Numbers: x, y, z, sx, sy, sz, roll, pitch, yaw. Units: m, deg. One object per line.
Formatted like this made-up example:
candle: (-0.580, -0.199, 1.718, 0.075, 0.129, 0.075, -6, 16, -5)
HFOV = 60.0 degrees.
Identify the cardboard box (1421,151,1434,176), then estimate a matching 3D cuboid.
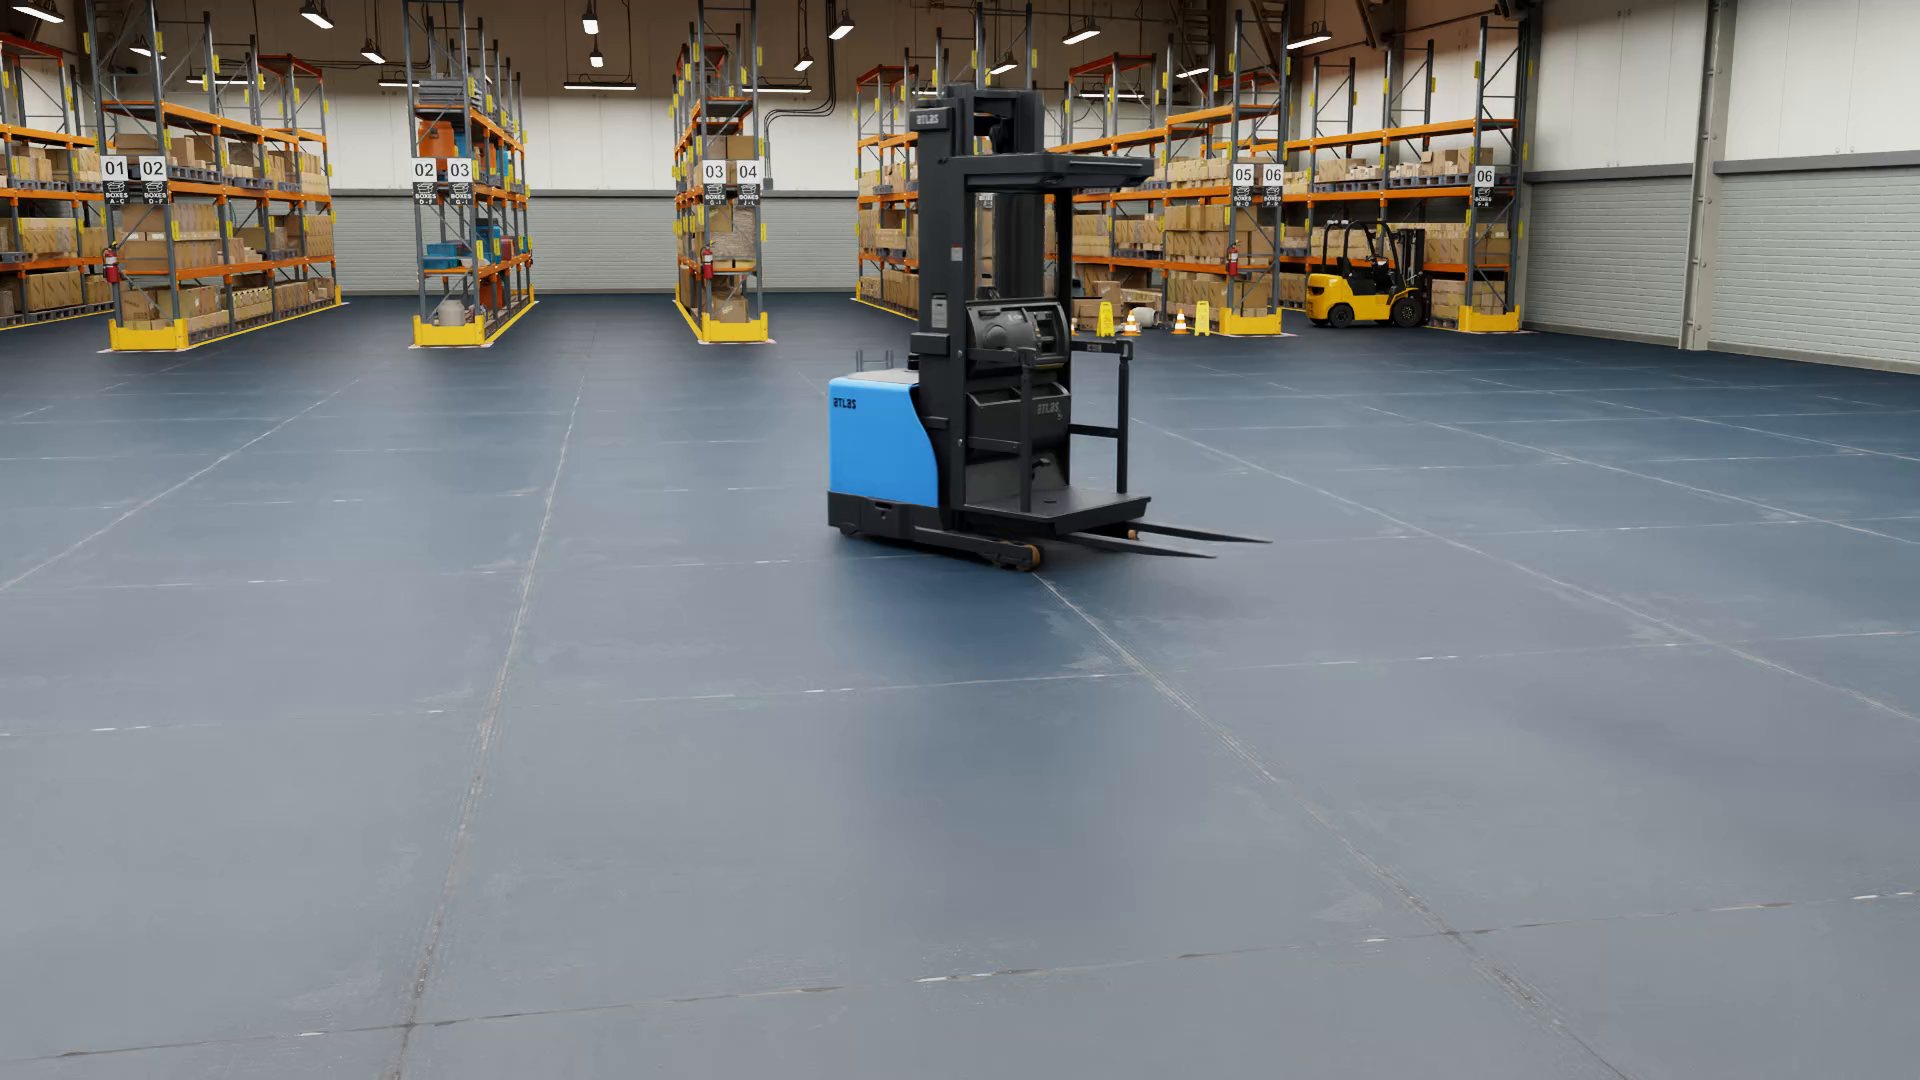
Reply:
cardboard box: (10.001, -7.794, 34.432, 0.797, 0.503, 0.637, -2, 11, -9)

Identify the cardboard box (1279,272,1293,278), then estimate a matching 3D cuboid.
cardboard box: (8.375, -6.778, 42.614, 0.380, 0.149, 0.250, -2, 11, -11)

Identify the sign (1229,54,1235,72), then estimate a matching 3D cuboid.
sign: (5.087, -8.928, 31.112, 0.100, 0.325, 0.005, -2, 11, -11)

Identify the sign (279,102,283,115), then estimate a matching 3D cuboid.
sign: (-17.447, -11.100, 42.738, 0.100, 0.325, 0.005, -2, 11, -11)

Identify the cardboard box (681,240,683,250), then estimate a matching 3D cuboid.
cardboard box: (-6.762, -7.445, 41.893, 0.500, 0.250, 0.500, -2, 11, -12)

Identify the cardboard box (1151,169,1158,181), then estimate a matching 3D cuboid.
cardboard box: (4.509, -7.995, 36.434, 0.500, 0.250, 0.500, -2, 11, -10)

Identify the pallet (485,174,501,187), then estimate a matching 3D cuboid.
pallet: (-9.485, -6.905, 31.937, 1.213, 0.211, 1.003, -2, 11, -11)

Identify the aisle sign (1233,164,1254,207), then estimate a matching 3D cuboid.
aisle sign: (5.363, -6.715, 31.504, 0.394, 0.787, 0.004, -2, 11, -11)

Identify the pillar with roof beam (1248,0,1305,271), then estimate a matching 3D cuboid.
pillar with roof beam: (4.696, -10.793, 43.837, 9.100, 9.000, 0.548, -2, 11, -11)

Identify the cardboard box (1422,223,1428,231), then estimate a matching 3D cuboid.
cardboard box: (9.891, -6.541, 34.744, 0.380, 0.149, 0.250, -2, 11, -11)

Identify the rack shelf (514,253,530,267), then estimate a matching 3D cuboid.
rack shelf: (-11.666, -7.134, 42.580, 1.077, 0.370, 4.000, -2, 11, -11)

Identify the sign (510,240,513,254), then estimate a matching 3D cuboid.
sign: (-9.961, -6.488, 36.828, 0.100, 0.325, 0.005, -2, 11, -11)

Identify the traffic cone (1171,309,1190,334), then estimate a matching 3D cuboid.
traffic cone: (4.287, -4.246, 32.267, 0.336, 0.463, 0.334, -2, 11, -11)

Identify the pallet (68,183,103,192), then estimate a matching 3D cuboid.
pallet: (-21.378, -8.564, 40.384, 1.003, 0.211, 1.213, -2, 11, -11)

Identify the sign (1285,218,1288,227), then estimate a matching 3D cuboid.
sign: (8.714, -8.432, 44.378, 0.100, 0.325, 0.005, -2, 11, -11)

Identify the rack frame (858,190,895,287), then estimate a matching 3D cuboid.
rack frame: (-2.312, -8.196, 46.236, 1.000, 3.000, 0.127, -2, 11, -11)

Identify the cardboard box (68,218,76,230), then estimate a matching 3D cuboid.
cardboard box: (-20.653, -7.257, 38.182, 0.500, 0.250, 0.500, -2, 11, -10)

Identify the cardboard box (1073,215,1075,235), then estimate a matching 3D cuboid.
cardboard box: (3.105, -8.110, 42.843, 0.500, 0.500, 0.500, -2, 11, -10)

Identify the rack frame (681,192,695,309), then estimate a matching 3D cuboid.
rack frame: (-6.419, -7.301, 41.532, 1.000, 3.000, 0.127, -2, 11, -11)

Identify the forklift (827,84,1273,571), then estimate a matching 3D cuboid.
forklift: (0.532, -1.358, 10.490, 3.031, 2.935, 1.130, 9, 14, 41)

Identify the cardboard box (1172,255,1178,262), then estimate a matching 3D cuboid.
cardboard box: (4.704, -5.957, 35.142, 0.380, 0.149, 0.250, -2, 11, -9)

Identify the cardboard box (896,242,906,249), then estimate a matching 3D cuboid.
cardboard box: (-1.303, -6.886, 38.899, 0.380, 0.149, 0.250, -2, 11, -10)

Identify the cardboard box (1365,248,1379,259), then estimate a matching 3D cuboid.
cardboard box: (9.371, -6.384, 37.118, 0.500, 0.250, 0.500, -2, 11, -10)

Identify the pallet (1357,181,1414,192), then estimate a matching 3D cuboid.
pallet: (9.542, -7.916, 37.253, 0.805, 0.209, 1.217, -3, 11, -13)

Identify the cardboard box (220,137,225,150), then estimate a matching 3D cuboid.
cardboard box: (-14.796, -7.667, 32.704, 0.500, 0.500, 0.500, -1, 11, -6)

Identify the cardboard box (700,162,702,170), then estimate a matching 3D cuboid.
cardboard box: (-4.542, -6.833, 30.389, 0.380, 0.149, 0.250, -3, 11, -13)

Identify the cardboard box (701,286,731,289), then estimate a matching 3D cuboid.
cardboard box: (-5.371, -5.332, 36.696, 0.700, 0.500, 0.500, -3, 11, -16)

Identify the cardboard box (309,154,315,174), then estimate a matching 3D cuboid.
cardboard box: (-16.582, -9.412, 41.663, 0.700, 0.500, 0.500, -2, 11, -11)

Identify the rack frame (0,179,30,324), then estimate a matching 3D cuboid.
rack frame: (-20.217, -6.027, 34.838, 1.000, 3.000, 0.127, -2, 11, -11)

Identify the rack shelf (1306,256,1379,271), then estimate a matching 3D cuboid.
rack shelf: (9.337, -6.388, 38.663, 1.077, 0.370, 4.000, -2, 11, -11)

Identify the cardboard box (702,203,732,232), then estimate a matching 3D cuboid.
cardboard box: (-4.434, -5.878, 30.321, 0.500, 0.500, 0.500, -2, 11, -11)

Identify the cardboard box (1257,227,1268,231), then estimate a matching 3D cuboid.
cardboard box: (8.145, -7.906, 43.321, 0.700, 0.500, 0.500, -2, 11, -10)

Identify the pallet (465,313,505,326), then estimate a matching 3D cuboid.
pallet: (-10.153, -4.650, 35.065, 1.003, 0.211, 1.213, -2, 11, -11)

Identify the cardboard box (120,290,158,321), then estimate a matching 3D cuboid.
cardboard box: (-14.199, -4.052, 28.687, 0.500, 0.500, 0.500, -2, 11, -11)

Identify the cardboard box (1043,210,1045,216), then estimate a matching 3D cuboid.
cardboard box: (2.449, -9.034, 45.960, 0.380, 0.149, 0.250, -2, 11, -13)

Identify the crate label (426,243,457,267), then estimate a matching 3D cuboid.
crate label: (-9.567, -5.265, 30.741, 0.502, 0.435, 0.616, -2, 11, -11)

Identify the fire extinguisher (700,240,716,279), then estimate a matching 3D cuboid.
fire extinguisher: (-4.515, -5.024, 29.777, 0.296, 0.674, 0.183, -2, 11, -11)

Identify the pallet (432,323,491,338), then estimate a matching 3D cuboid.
pallet: (-9.391, -3.935, 31.304, 1.003, 0.211, 1.213, -2, 11, -11)

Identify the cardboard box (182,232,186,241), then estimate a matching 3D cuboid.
cardboard box: (-13.816, -5.328, 29.167, 0.380, 0.149, 0.250, -2, 11, -12)

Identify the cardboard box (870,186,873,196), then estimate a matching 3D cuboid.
cardboard box: (-2.079, -9.128, 43.510, 0.500, 0.250, 0.500, -2, 11, -12)

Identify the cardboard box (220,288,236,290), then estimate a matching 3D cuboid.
cardboard box: (-15.435, -5.136, 34.888, 0.500, 0.311, 0.500, -2, 11, -12)

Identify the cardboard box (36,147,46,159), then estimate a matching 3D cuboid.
cardboard box: (-20.953, -8.701, 37.419, 0.500, 0.250, 0.500, -1, 11, -7)

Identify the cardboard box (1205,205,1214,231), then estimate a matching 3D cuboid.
cardboard box: (5.231, -6.326, 32.671, 0.700, 0.500, 0.500, -2, 11, -10)

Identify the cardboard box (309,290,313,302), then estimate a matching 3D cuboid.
cardboard box: (-16.006, -5.921, 40.299, 0.500, 0.311, 0.500, -2, 11, -11)

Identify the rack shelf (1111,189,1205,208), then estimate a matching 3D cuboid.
rack shelf: (4.469, -7.681, 37.430, 1.077, 0.370, 4.000, -2, 11, -11)

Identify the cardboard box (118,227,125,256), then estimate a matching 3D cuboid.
cardboard box: (-21.664, -7.548, 42.029, 0.980, 0.700, 0.700, -2, 11, -8)

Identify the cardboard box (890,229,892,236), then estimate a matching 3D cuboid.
cardboard box: (-1.454, -7.320, 39.592, 0.380, 0.149, 0.250, -2, 11, -9)

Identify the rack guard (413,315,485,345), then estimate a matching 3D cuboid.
rack guard: (-9.004, -3.704, 29.320, 1.175, 0.500, 0.348, -2, 11, -11)

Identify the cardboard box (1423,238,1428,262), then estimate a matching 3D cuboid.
cardboard box: (9.850, -6.053, 34.706, 0.500, 0.500, 0.500, -2, 11, -11)

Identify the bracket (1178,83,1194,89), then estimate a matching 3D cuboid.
bracket: (6.779, -14.394, 53.129, 0.076, 0.066, 5.218, -2, 11, -11)

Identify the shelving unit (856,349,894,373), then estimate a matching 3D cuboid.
shelving unit: (-0.600, -0.761, 11.947, 0.258, 1.200, 0.189, -2, 5, -12)

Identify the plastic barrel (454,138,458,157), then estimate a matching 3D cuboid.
plastic barrel: (-9.290, -6.897, 29.759, 0.600, 0.588, 0.600, 0, 11, 0)

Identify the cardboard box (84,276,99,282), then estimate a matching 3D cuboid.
cardboard box: (-20.928, -6.268, 39.931, 0.380, 0.149, 0.250, -2, 11, -9)

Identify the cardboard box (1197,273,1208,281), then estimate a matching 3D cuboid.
cardboard box: (4.991, -5.300, 33.509, 0.380, 0.149, 0.250, -2, 11, -9)

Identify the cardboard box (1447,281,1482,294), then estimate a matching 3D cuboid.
cardboard box: (10.108, -5.061, 33.322, 0.500, 0.250, 0.500, -2, 11, -9)

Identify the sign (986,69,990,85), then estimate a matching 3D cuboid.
sign: (0.571, -9.495, 34.093, 0.100, 0.325, 0.005, -2, 11, -11)
